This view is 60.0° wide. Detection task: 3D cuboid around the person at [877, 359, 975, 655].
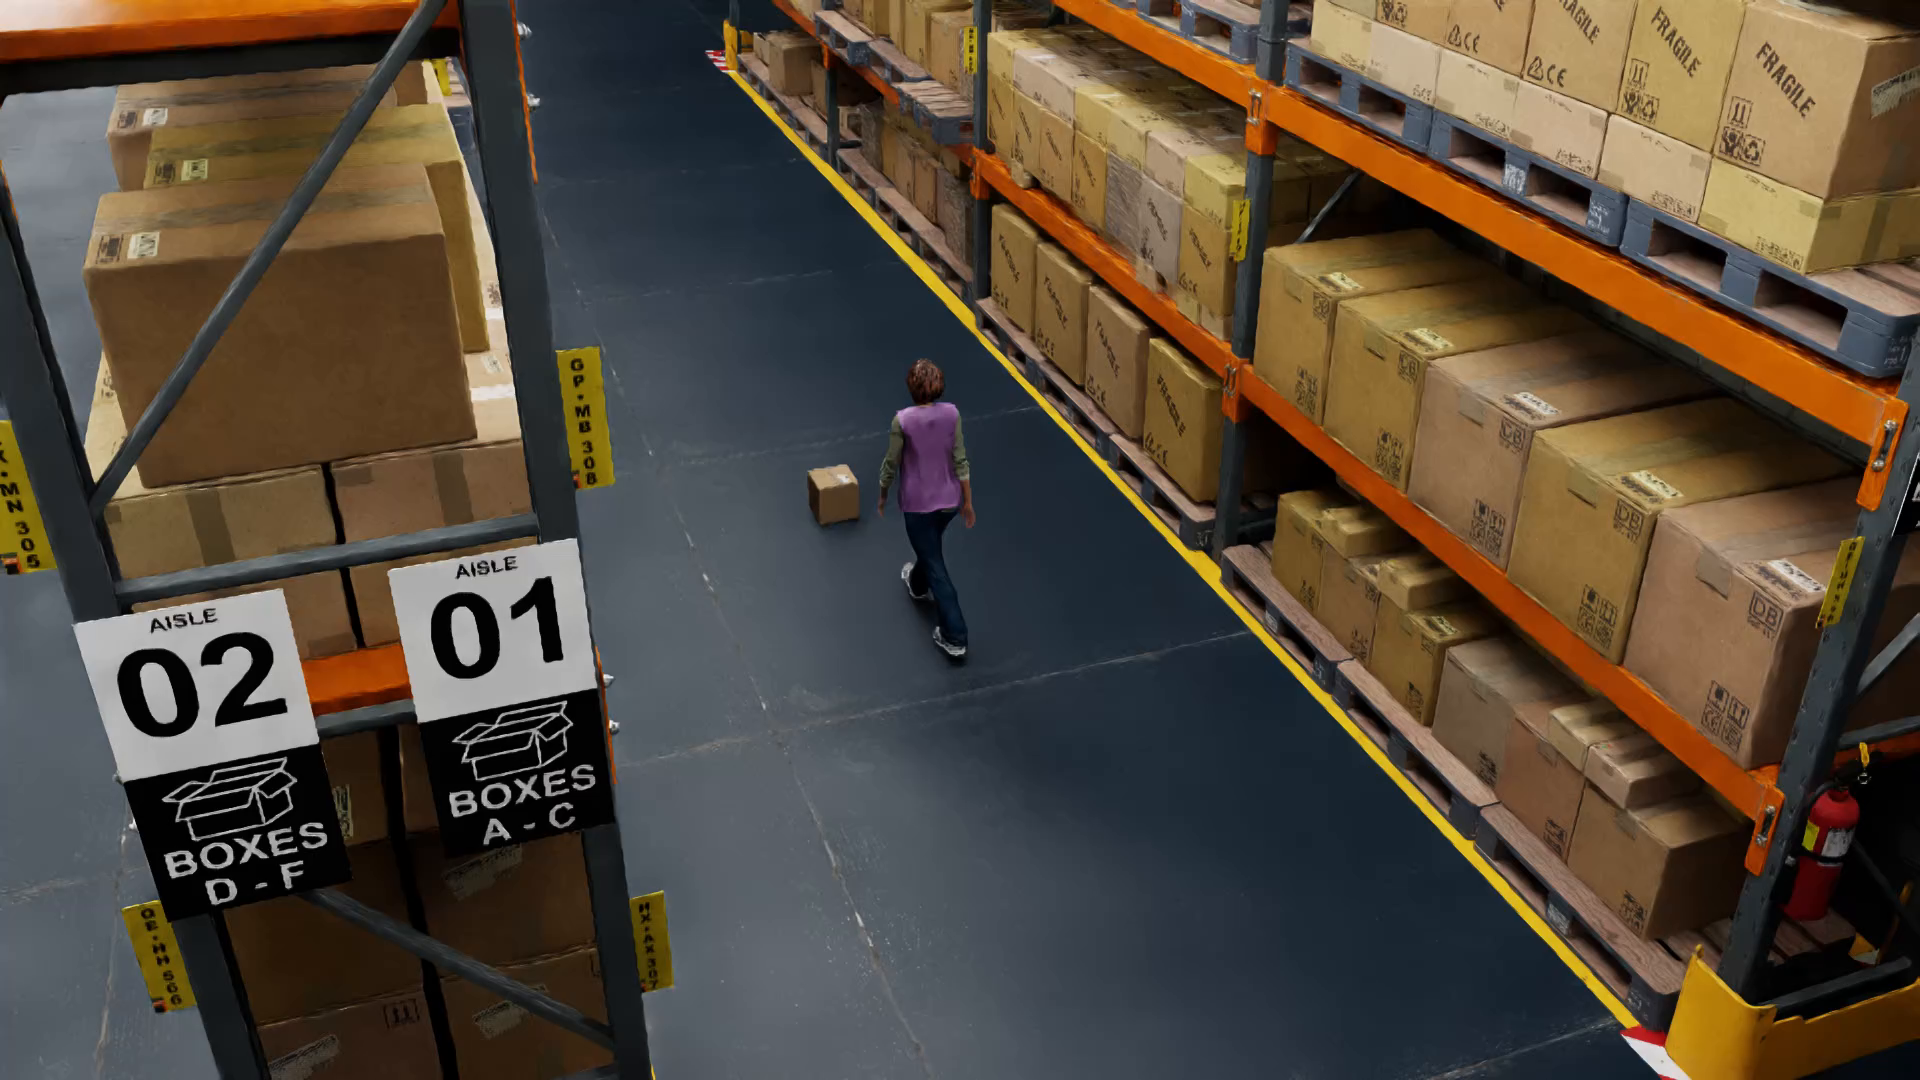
[{"bbox_3d":[-0.201,-0.218,8.741,0.435,1.525,0.908,-15,34,-24],"label":"person"}]
